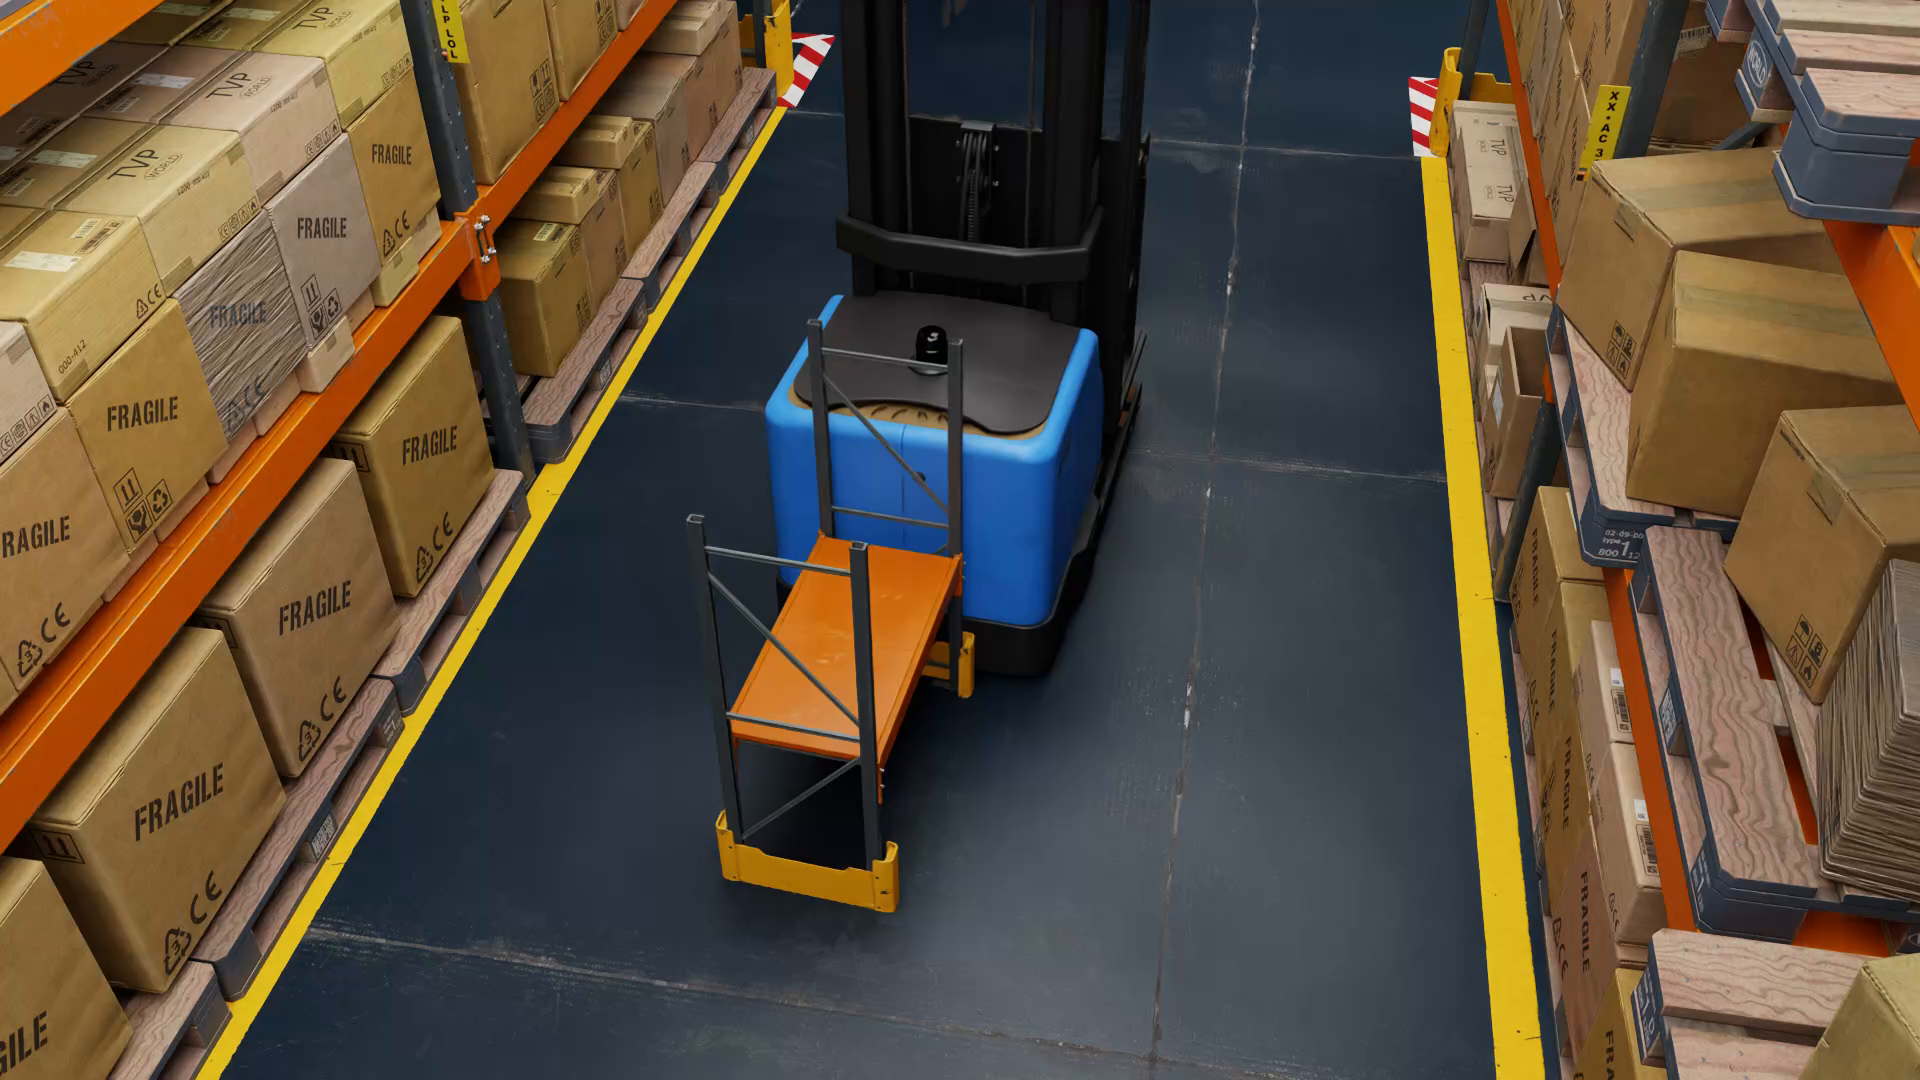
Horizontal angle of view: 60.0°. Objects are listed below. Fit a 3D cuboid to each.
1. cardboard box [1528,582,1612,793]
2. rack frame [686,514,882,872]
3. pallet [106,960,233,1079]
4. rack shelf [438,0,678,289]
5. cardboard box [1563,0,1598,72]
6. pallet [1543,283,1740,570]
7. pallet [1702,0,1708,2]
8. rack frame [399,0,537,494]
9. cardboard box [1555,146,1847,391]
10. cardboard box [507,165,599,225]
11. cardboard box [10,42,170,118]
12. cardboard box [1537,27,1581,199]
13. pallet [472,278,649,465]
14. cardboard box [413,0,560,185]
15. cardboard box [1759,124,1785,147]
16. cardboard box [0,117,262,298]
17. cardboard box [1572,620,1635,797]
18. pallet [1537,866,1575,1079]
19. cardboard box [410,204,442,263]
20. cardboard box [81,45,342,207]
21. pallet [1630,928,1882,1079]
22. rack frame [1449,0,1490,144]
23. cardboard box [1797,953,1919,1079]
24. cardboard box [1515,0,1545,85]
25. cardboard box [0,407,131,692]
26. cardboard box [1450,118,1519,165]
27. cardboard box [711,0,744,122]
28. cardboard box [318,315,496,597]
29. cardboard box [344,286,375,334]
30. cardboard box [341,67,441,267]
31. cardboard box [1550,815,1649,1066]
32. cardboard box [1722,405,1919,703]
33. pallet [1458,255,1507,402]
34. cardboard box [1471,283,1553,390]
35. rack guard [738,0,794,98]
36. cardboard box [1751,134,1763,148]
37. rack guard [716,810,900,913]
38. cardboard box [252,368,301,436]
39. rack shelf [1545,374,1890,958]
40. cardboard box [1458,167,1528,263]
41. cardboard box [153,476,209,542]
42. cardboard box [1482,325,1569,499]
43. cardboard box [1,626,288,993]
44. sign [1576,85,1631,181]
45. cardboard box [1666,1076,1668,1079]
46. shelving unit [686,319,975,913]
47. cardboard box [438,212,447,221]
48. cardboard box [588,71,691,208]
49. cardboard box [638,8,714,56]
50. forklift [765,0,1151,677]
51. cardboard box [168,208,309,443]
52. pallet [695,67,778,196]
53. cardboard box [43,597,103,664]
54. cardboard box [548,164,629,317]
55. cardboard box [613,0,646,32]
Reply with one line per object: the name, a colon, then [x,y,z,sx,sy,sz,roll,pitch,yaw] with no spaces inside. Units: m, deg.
cardboard box: [2.171,0.511,5.394,0.500,0.500,0.500,7,40,8]
rack frame: [-0.489,0.556,4.900,0.500,1.500,0.032,9,40,11]
pallet: [-2.785,1.659,4.577,1.003,0.211,1.213,6,40,8]
rack shelf: [-1.957,-2.417,7.884,1.077,0.370,4.000,6,40,8]
cardboard box: [2.495,-1.987,5.936,0.500,0.500,0.500,6,40,7]
pallet: [2.331,-0.332,4.948,1.003,0.211,1.213,6,40,8]
pallet: [2.395,-1.577,4.097,1.213,0.211,1.003,6,40,8]
rack frame: [-2.303,-1.439,6.137,1.000,3.000,0.127,6,40,8]
cardboard box: [2.274,-0.823,4.983,0.700,0.500,0.500,-6,40,-7]
cardboard box: [-1.834,-1.540,7.382,0.380,0.149,0.250,8,40,9]
cardboard box: [-2.723,-1.300,5.052,0.500,0.250,0.500,7,40,8]
cardboard box: [2.498,-1.599,6.252,0.500,0.500,0.500,7,40,9]
pallet: [-2.094,-0.833,7.592,1.003,0.211,1.213,6,40,8]
cardboard box: [-2.193,-1.893,6.451,0.980,0.700,0.700,7,40,8]
cardboard box: [2.935,-1.584,5.448,0.500,0.500,0.500,7,40,9]
cardboard box: [-2.318,-0.928,4.602,0.500,0.250,0.500,7,40,9]
cardboard box: [2.080,0.514,4.802,0.500,0.250,0.500,6,40,8]
pallet: [2.264,1.462,4.816,1.003,0.211,1.213,6,40,8]
cardboard box: [-2.083,-1.107,5.916,0.380,0.149,0.250,7,40,8]
cardboard box: [-2.230,-1.248,4.989,0.500,0.250,0.500,7,40,9]
pallet: [1.932,1.256,3.027,1.213,0.211,1.003,6,40,8]
rack frame: [3.269,-3.406,8.515,1.000,3.000,0.127,6,40,8]
cardboard box: [1.882,1.007,2.770,0.700,0.500,0.500,-6,40,-7]
cardboard box: [2.670,-2.242,7.029,0.500,0.500,0.500,7,40,8]
cardboard box: [-2.472,-0.005,4.075,0.500,0.500,0.500,6,40,7]
cardboard box: [2.814,-2.101,8.816,0.380,0.166,0.250,6,40,8]
cardboard box: [-1.634,-2.698,9.291,0.700,0.500,0.500,6,40,8]
cardboard box: [-2.288,-0.350,6.177,0.750,0.750,0.750,7,40,8]
cardboard box: [-2.192,-0.788,5.531,0.380,0.149,0.250,8,40,9]
cardboard box: [-2.135,-1.282,5.620,0.500,0.500,0.500,6,40,7]
cardboard box: [1.990,1.141,4.632,0.500,0.500,0.500,5,40,6]
cardboard box: [2.332,0.020,3.964,0.700,0.500,0.500,-3,40,-4]
pallet: [2.905,-1.019,7.817,1.003,0.211,1.213,6,40,8]
cardboard box: [2.525,-0.888,7.235,0.500,0.311,0.500,6,40,8]
rack guard: [-1.607,-3.001,9.988,1.175,0.500,0.348,6,40,8]
cardboard box: [2.933,-1.224,5.797,0.500,0.500,0.500,7,40,9]
rack guard: [-0.484,1.026,5.313,0.587,0.250,0.087,9,40,11]
cardboard box: [-2.288,-0.470,5.146,0.380,0.149,0.250,6,40,8]
rack shelf: [2.230,0.637,4.190,1.077,0.370,4.000,6,40,8]
cardboard box: [2.722,-1.578,8.117,0.500,0.250,0.500,6,40,8]
cardboard box: [-2.403,-0.149,4.757,0.380,0.149,0.250,8,40,9]
cardboard box: [2.396,-0.490,6.605,0.500,0.500,0.500,6,40,8]
cardboard box: [-2.581,0.742,4.856,0.750,0.750,0.750,6,40,7]
sign: [2.041,-1.284,5.269,0.100,0.325,0.005,6,40,8]
cardboard box: [1.821,1.471,3.644,0.500,0.250,0.500,8,40,9]
shelving unit: [-0.360,0.237,5.287,0.587,1.500,1.083,9,40,11]
cardboard box: [-2.293,-1.277,7.063,0.380,0.149,0.250,6,40,7]
cardboard box: [-1.806,-2.068,8.529,0.700,0.500,0.500,5,40,6]
cardboard box: [-1.520,-2.686,8.768,0.380,0.149,0.250,7,40,9]
forklift: [0.182,-1.580,6.360,1.130,2.935,3.031,9,40,11]
cardboard box: [-2.309,-0.647,4.851,0.500,0.500,0.500,6,40,8]
pallet: [-1.672,-2.364,9.444,1.003,0.211,1.213,6,40,8]
cardboard box: [-2.515,0.169,4.373,0.380,0.149,0.250,7,40,8]
cardboard box: [-1.983,-1.411,7.734,0.700,0.500,0.500,6,40,7]
cardboard box: [-1.945,-2.809,7.558,0.980,0.700,0.700,5,40,6]
